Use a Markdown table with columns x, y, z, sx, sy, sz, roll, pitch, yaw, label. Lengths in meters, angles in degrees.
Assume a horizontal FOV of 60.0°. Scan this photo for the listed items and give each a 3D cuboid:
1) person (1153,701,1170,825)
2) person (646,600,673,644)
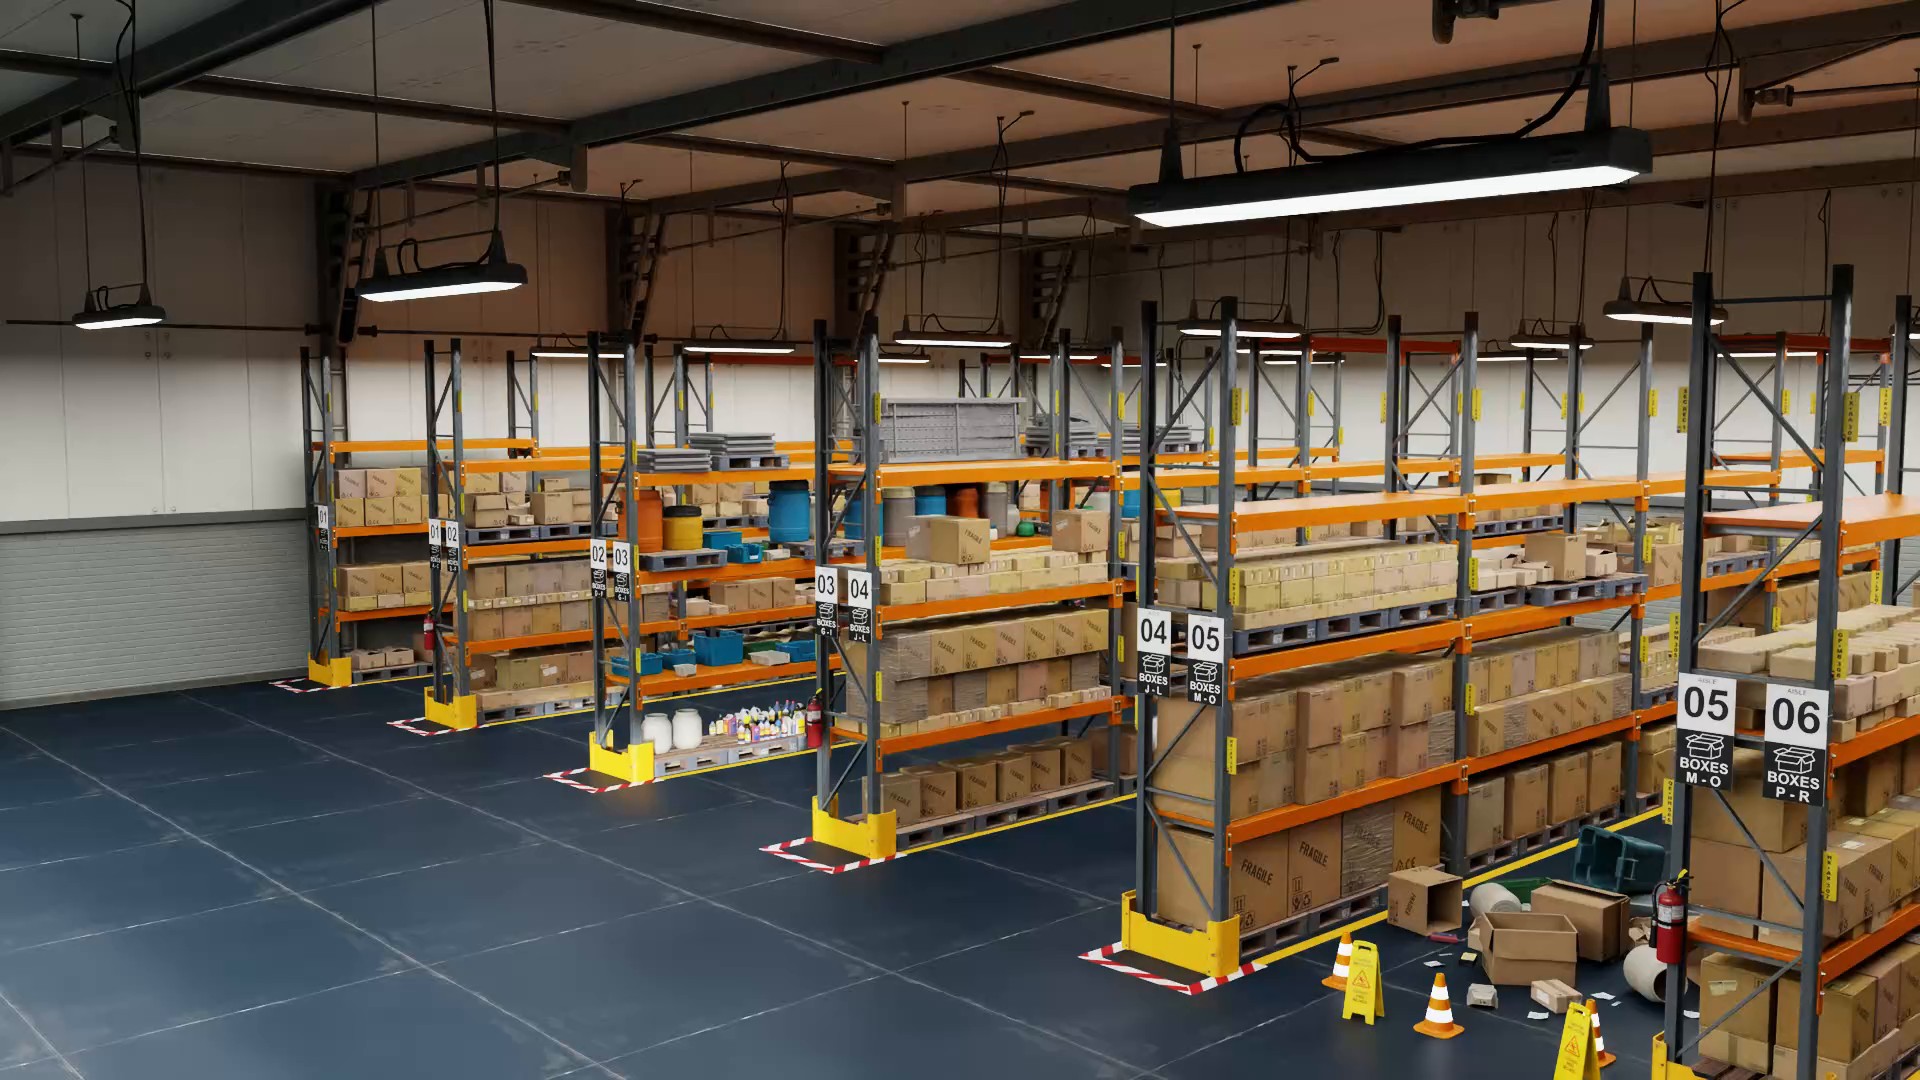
| x | y | z | sx | sy | sz | roll | pitch | yaw | label |
| --- | --- | --- | --- | --- | --- | --- | --- | --- | --- |
| 2.408 | 2.674 | 19.070 | 0.642 | 1.771 | 0.887 | 1 | 5 | 11 | person |
| -5.769 | 1.572 | 31.608 | 0.682 | 1.723 | 0.826 | 0 | 5 | 0 | person |
